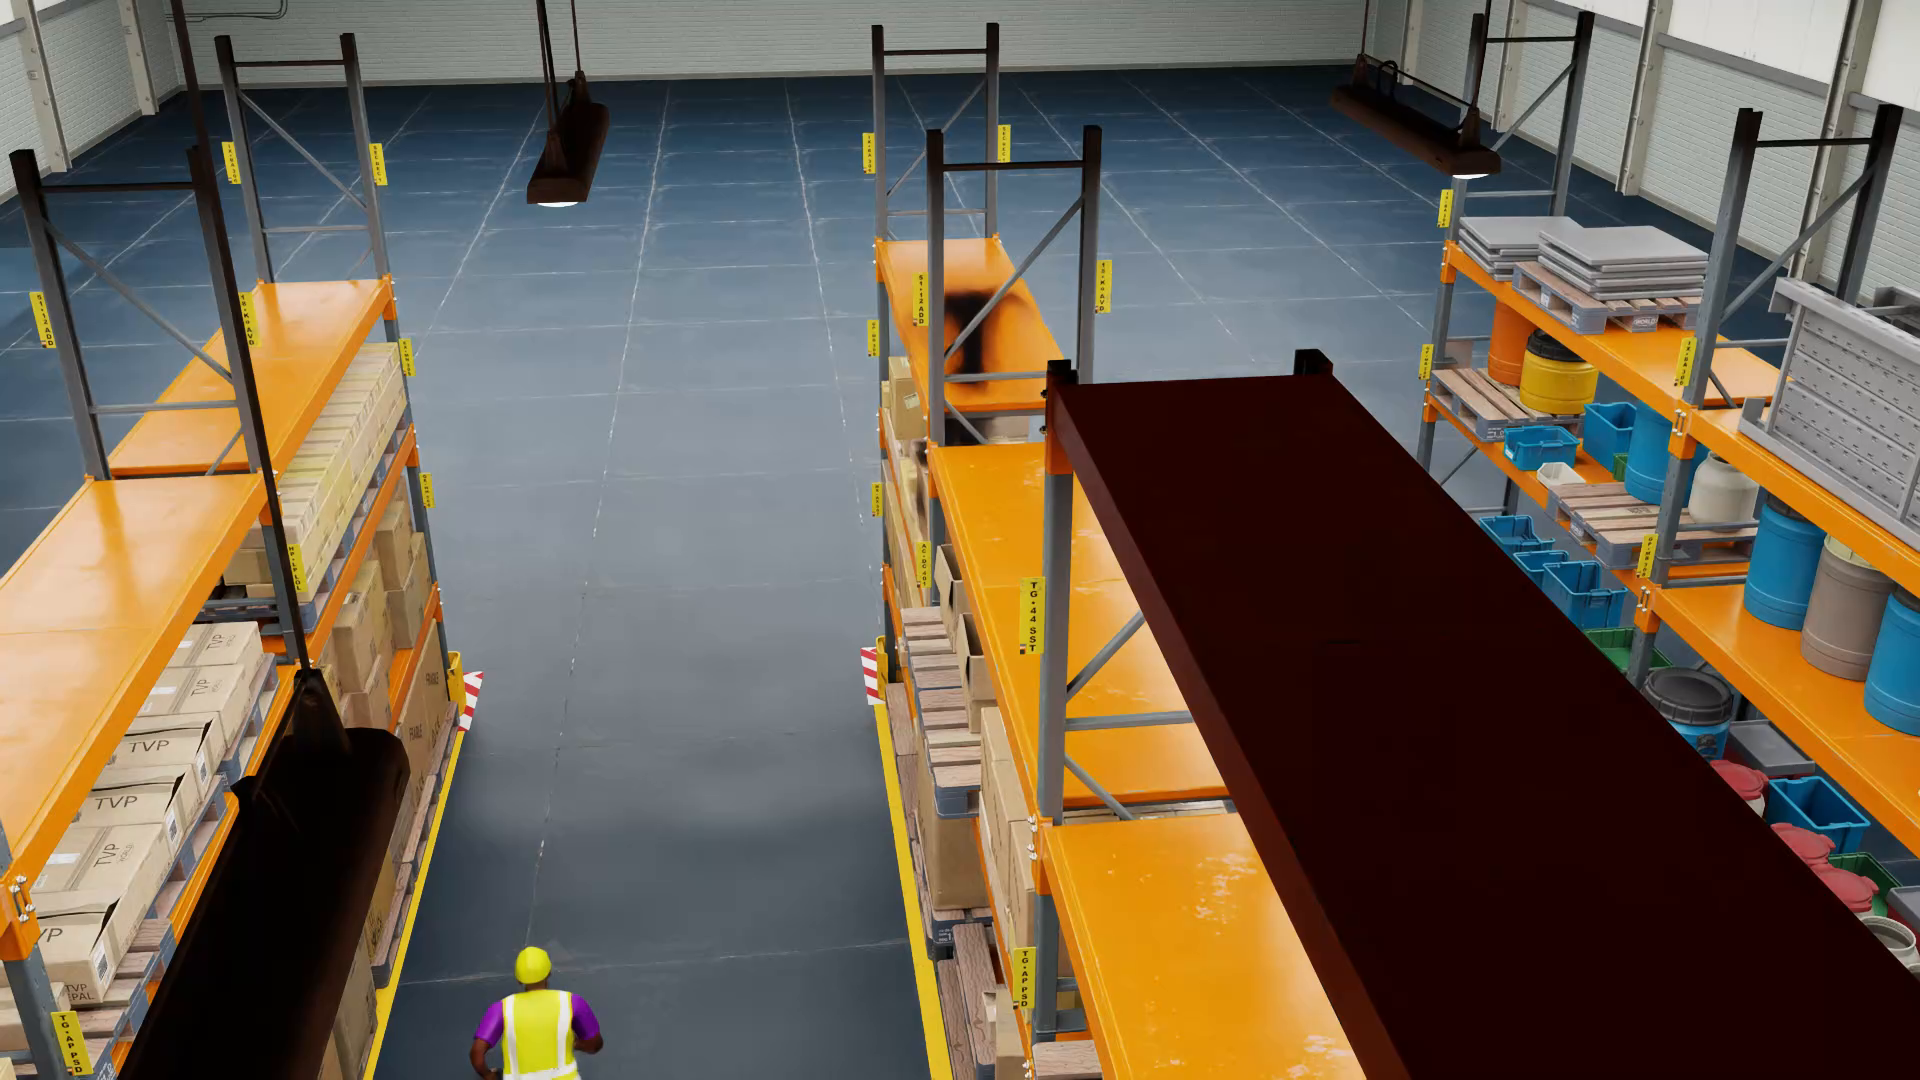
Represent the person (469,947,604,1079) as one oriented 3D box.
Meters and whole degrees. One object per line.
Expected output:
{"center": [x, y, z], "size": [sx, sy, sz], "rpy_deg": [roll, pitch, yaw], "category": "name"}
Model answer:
{"center": [-2.407, 3.304, 9.667], "size": [0.744, 1.713, 1.040], "rpy_deg": [-8, 27, -16], "category": "person"}
